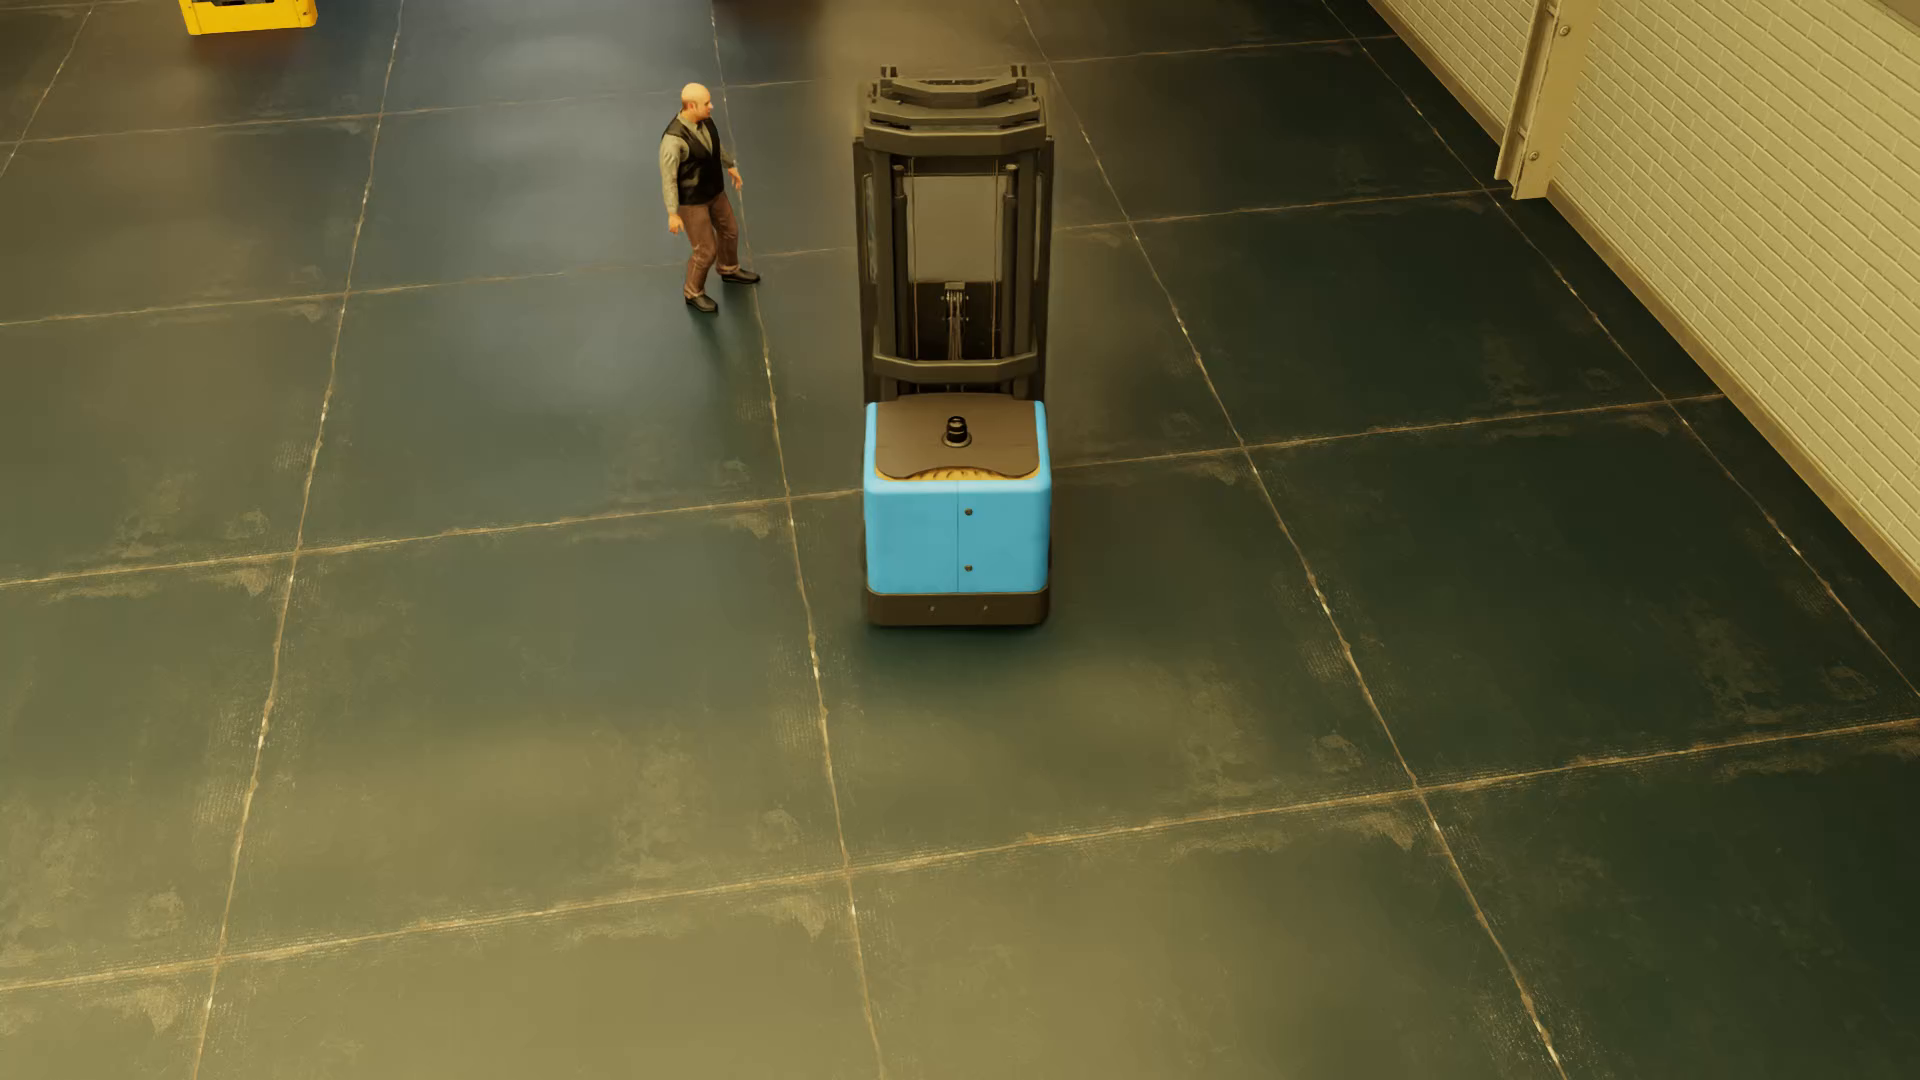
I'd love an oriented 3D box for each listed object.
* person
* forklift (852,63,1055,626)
[{"bbox_3d":[-1.828,-2.442,11.783,0.407,1.698,0.749,15,43,17],"label":"person"},{"bbox_3d":[-0.040,-1.554,9.786,1.130,2.935,3.031,-1,40,-1],"label":"forklift"}]
